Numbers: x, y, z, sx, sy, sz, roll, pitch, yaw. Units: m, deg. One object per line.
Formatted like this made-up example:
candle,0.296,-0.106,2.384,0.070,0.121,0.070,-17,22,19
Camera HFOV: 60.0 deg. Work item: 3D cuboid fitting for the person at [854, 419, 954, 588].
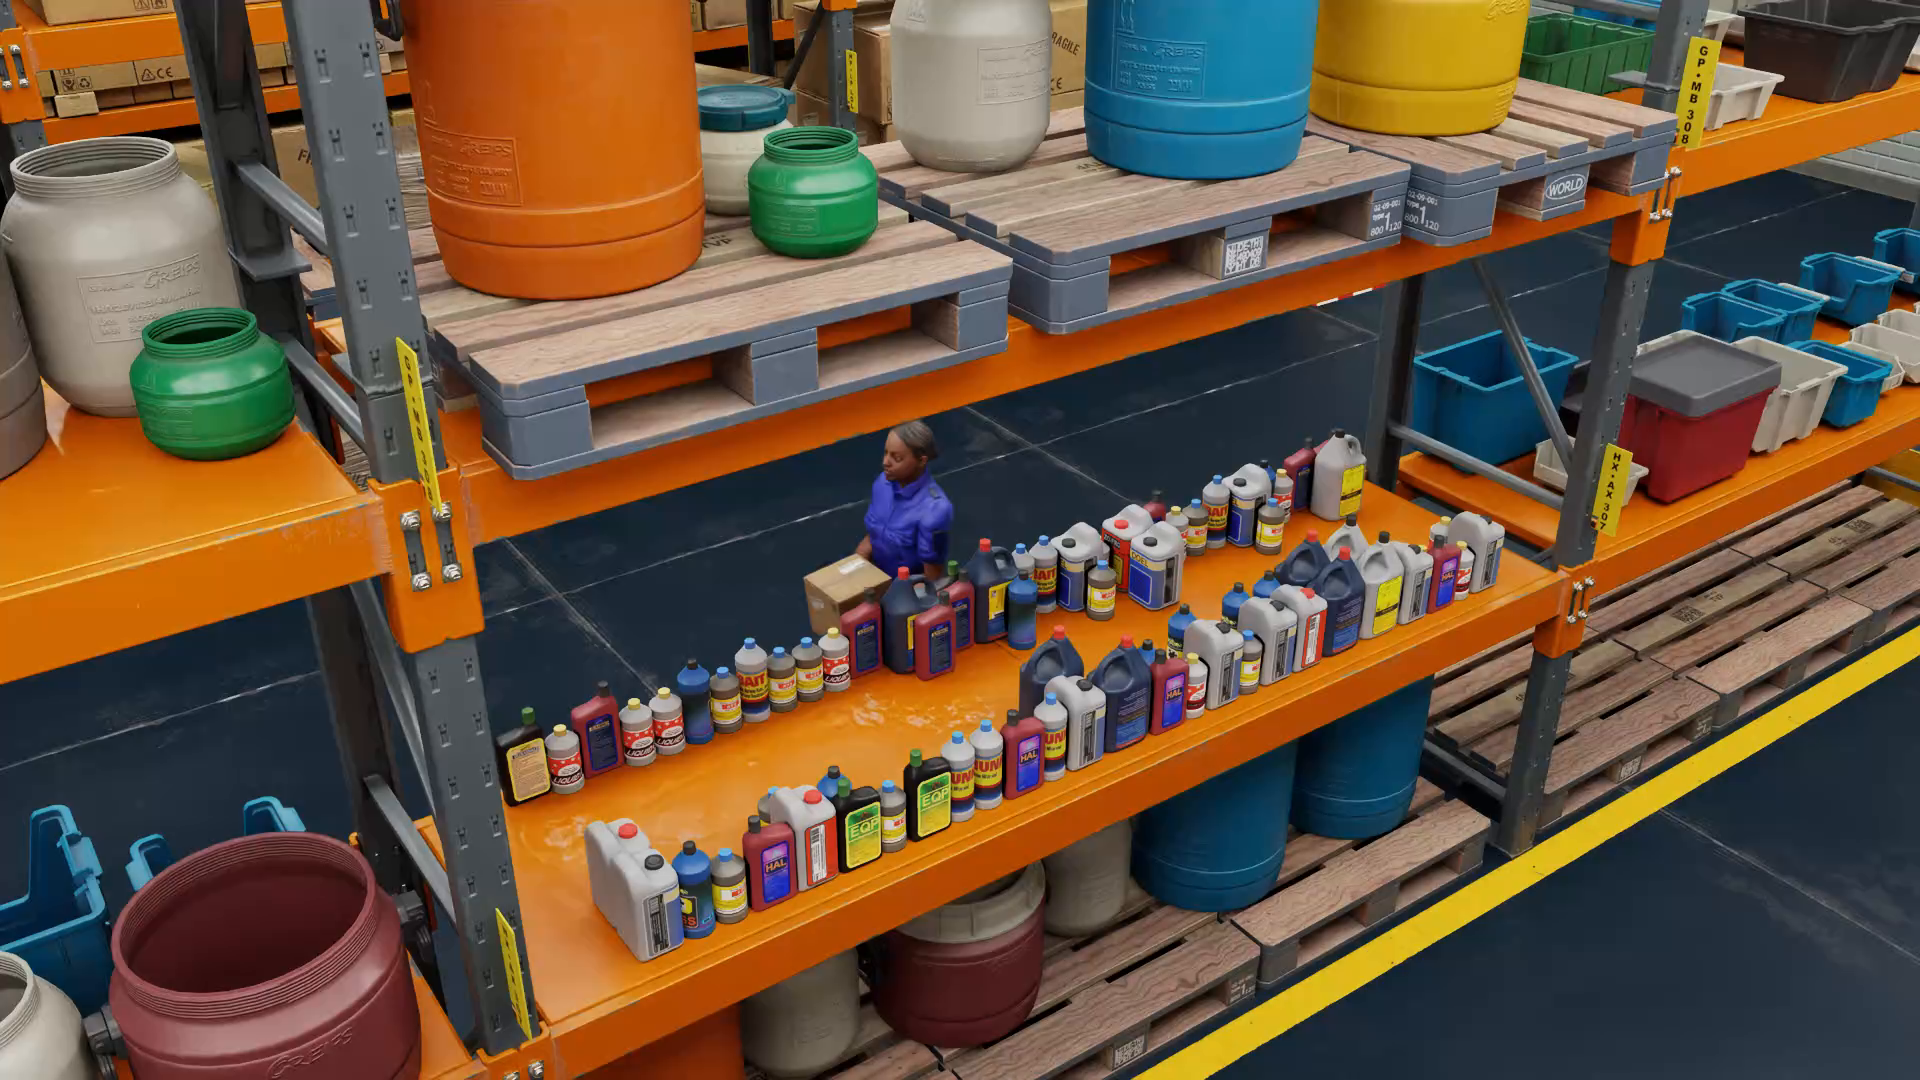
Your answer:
person,-0.277,0.303,6.573,0.475,1.659,0.470,-20,34,-31
